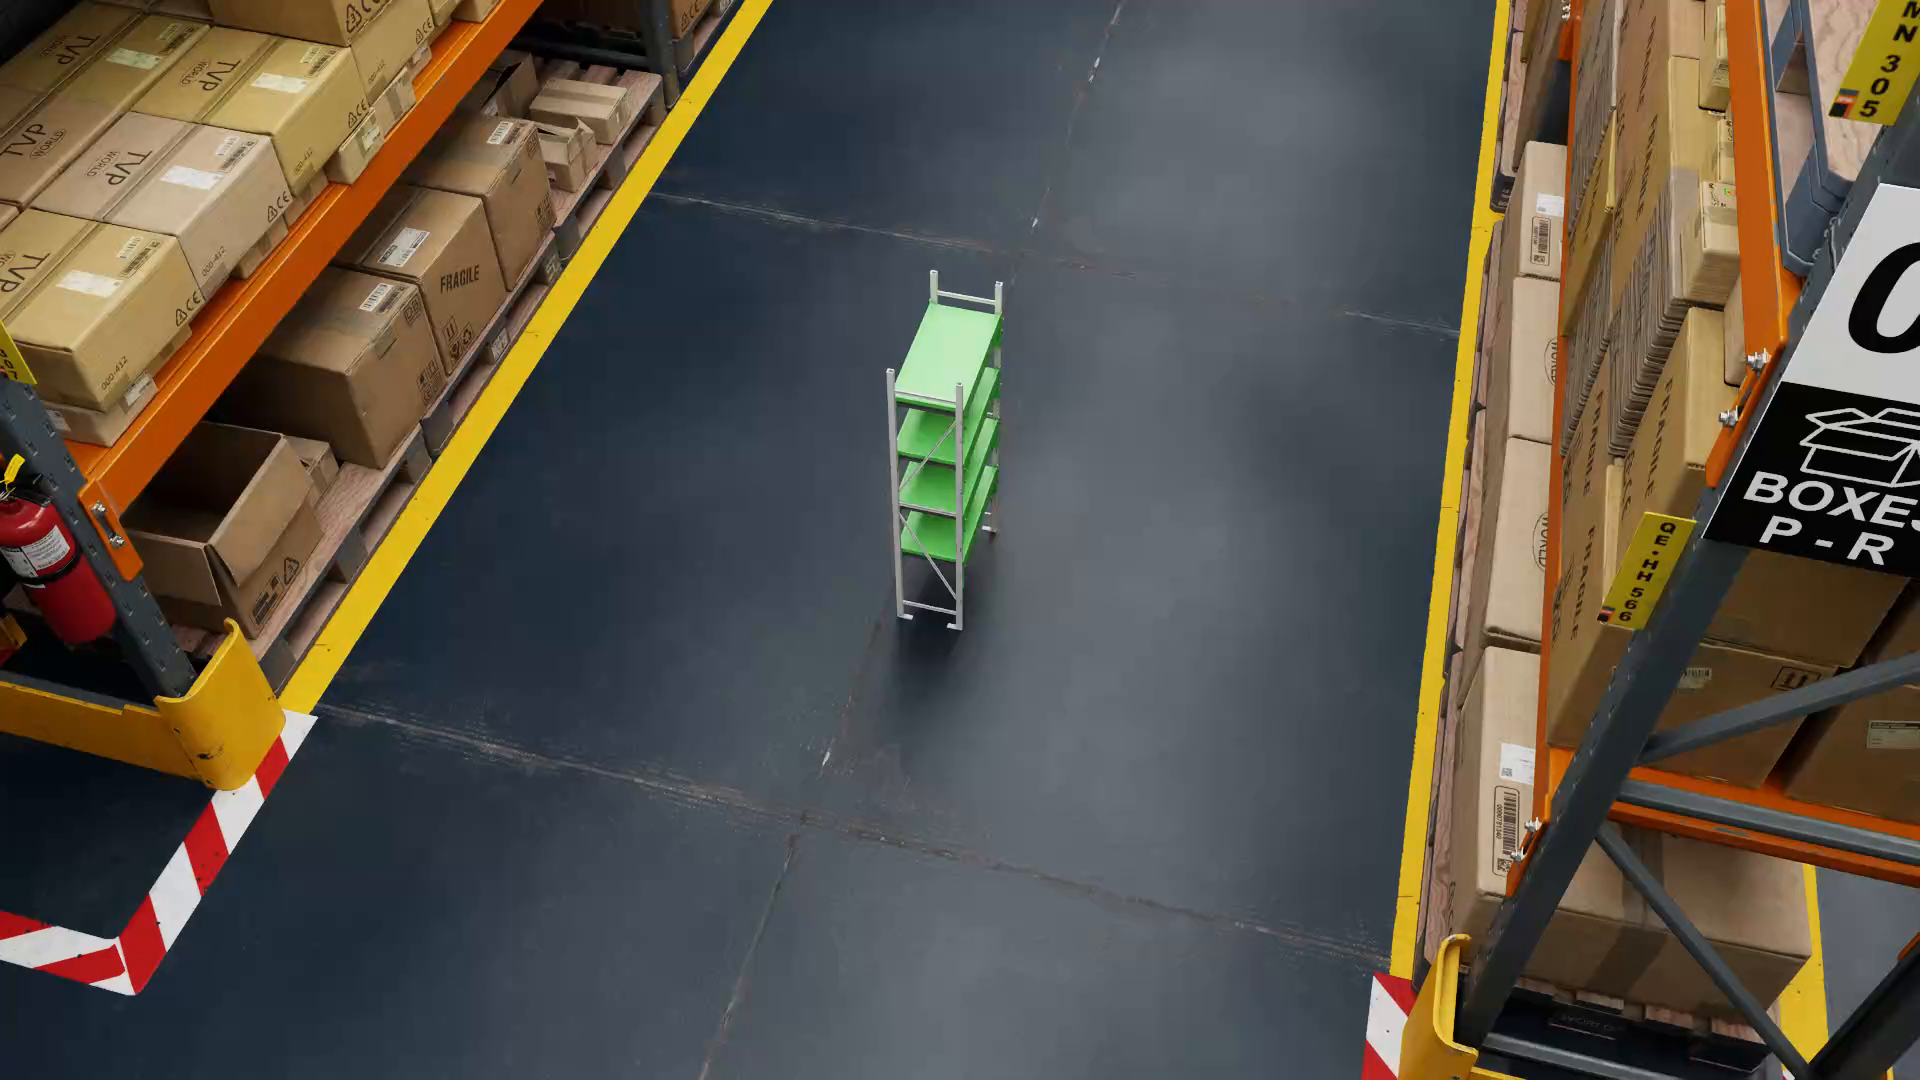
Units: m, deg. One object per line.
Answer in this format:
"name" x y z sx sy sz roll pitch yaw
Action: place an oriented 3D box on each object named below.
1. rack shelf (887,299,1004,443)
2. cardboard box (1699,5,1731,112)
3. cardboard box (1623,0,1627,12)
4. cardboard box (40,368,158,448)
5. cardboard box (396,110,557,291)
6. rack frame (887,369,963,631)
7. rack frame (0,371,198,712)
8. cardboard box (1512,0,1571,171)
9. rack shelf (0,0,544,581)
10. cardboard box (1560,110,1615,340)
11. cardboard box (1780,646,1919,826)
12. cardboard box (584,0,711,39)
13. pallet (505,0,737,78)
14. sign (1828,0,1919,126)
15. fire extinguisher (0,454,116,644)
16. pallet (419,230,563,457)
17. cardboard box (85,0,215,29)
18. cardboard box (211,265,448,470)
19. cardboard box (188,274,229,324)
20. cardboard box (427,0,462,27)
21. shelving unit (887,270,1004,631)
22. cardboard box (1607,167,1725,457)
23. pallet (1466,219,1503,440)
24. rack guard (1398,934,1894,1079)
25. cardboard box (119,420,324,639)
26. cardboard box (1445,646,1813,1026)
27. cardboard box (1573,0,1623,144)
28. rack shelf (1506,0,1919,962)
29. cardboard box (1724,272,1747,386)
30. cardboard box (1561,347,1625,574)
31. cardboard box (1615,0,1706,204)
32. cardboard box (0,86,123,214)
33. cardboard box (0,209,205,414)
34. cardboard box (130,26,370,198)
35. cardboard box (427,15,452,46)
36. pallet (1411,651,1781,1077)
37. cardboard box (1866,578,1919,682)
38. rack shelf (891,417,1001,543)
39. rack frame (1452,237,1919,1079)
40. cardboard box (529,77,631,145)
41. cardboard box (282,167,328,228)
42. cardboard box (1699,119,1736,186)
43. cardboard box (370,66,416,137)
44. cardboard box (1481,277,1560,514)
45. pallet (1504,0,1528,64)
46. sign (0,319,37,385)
"rack shelf" -0.044 -0.553 5.382 0.258 0.148 0.480 12 50 10
"cardboard box" 2.050 -1.168 4.114 0.380 0.149 0.250 13 50 11
"cardboard box" 2.421 -1.953 5.239 0.500 0.500 0.500 11 49 10
"cardboard box" -2.573 -0.434 4.800 0.380 0.149 0.250 11 50 10
"cardboard box" -2.136 -1.430 6.899 0.700 0.500 0.500 10 49 9
"rack frame" -0.108 -0.101 5.539 0.240 1.200 0.015 12 50 10
"rack frame" -2.924 -0.333 4.544 1.000 3.000 0.127 12 50 10
"cardboard box" 3.004 -2.150 7.284 0.875 0.875 0.875 13 50 11
"rack shelf" -2.398 -1.542 6.090 1.077 0.370 4.000 12 50 10
"cardboard box" 2.133 -0.901 4.978 0.500 0.500 0.500 13 50 11
"cardboard box" 2.269 0.320 3.900 0.500 0.500 0.500 11 50 10
"cardboard box" -1.527 -2.844 8.146 0.500 0.500 0.500 14 50 12
"pallet" -1.694 -2.900 8.668 1.003 0.211 1.213 12 50 10
"sign" 1.346 -0.733 2.358 0.100 0.325 0.005 12 50 10
"fire extinguisher" -2.517 0.013 4.538 0.296 0.674 0.183 12 50 10
"pallet" -2.372 -0.922 6.923 1.003 0.211 1.213 12 50 10
"cardboard box" -2.649 -1.875 5.806 0.500 0.250 0.500 11 50 10
"cardboard box" -2.409 -0.680 6.236 0.700 0.500 0.500 13 50 12
"cardboard box" -2.515 -0.824 5.144 0.380 0.149 0.250 11 49 10
"cardboard box" -2.031 -2.136 6.036 0.500 0.250 0.500 11 50 10
"shelving unit" -0.044 -0.277 5.694 0.258 1.200 0.503 12 50 10
"cardboard box" 1.872 -0.500 3.957 0.500 0.500 0.500 12 50 10
"pallet" 2.643 -0.792 6.809 1.003 0.211 1.213 12 50 10
"rack guard" 1.859 1.488 4.603 1.175 0.500 0.348 12 50 10
"cardboard box" -2.672 -0.070 5.696 0.797 0.503 0.637 10 49 9
"cardboard box" 1.943 0.855 4.923 0.875 0.438 0.875 10 49 9
"cardboard box" 2.406 -1.632 5.623 0.500 0.500 0.500 12 50 10
"rack shelf" 2.392 -0.565 5.228 1.077 0.370 4.000 12 50 10
"cardboard box" 1.811 -0.423 3.456 0.380 0.149 0.250 12 50 11
"cardboard box" 1.884 -0.151 4.316 0.500 0.500 0.500 11 49 9
"cardboard box" 2.140 -1.220 4.593 0.500 0.500 0.500 11 50 10
"cardboard box" -2.922 -1.140 5.157 0.500 0.250 0.500 12 50 10
"cardboard box" -2.545 -0.657 4.731 0.500 0.250 0.500 12 50 10
"cardboard box" -2.282 -1.389 5.377 0.500 0.250 0.500 11 49 9
"cardboard box" -2.115 -1.938 6.128 0.380 0.149 0.250 12 50 11
"pallet" 2.001 0.972 5.251 1.003 0.211 1.213 12 50 10
"cardboard box" 2.267 -0.011 3.526 0.500 0.500 0.500 11 49 9
"rack shelf" -0.044 -0.235 5.742 0.258 0.148 0.480 12 50 10
"rack frame" 1.866 0.643 3.681 1.000 3.000 0.127 12 50 10
"cardboard box" -1.734 -1.961 7.602 0.380 0.149 0.250 10 49 9
"cardboard box" -2.325 -1.188 5.465 0.380 0.149 0.250 12 50 11
"cardboard box" 1.903 -0.800 3.789 0.380 0.149 0.250 13 50 11
"cardboard box" -2.136 -1.550 5.785 0.380 0.149 0.250 13 50 11
"cardboard box" 2.415 -0.460 6.084 0.875 0.438 0.875 10 49 9
"pallet" 3.368 -2.785 8.567 1.003 0.211 1.213 12 50 10
"sign" -2.400 -0.513 4.125 0.100 0.325 0.005 12 50 10
